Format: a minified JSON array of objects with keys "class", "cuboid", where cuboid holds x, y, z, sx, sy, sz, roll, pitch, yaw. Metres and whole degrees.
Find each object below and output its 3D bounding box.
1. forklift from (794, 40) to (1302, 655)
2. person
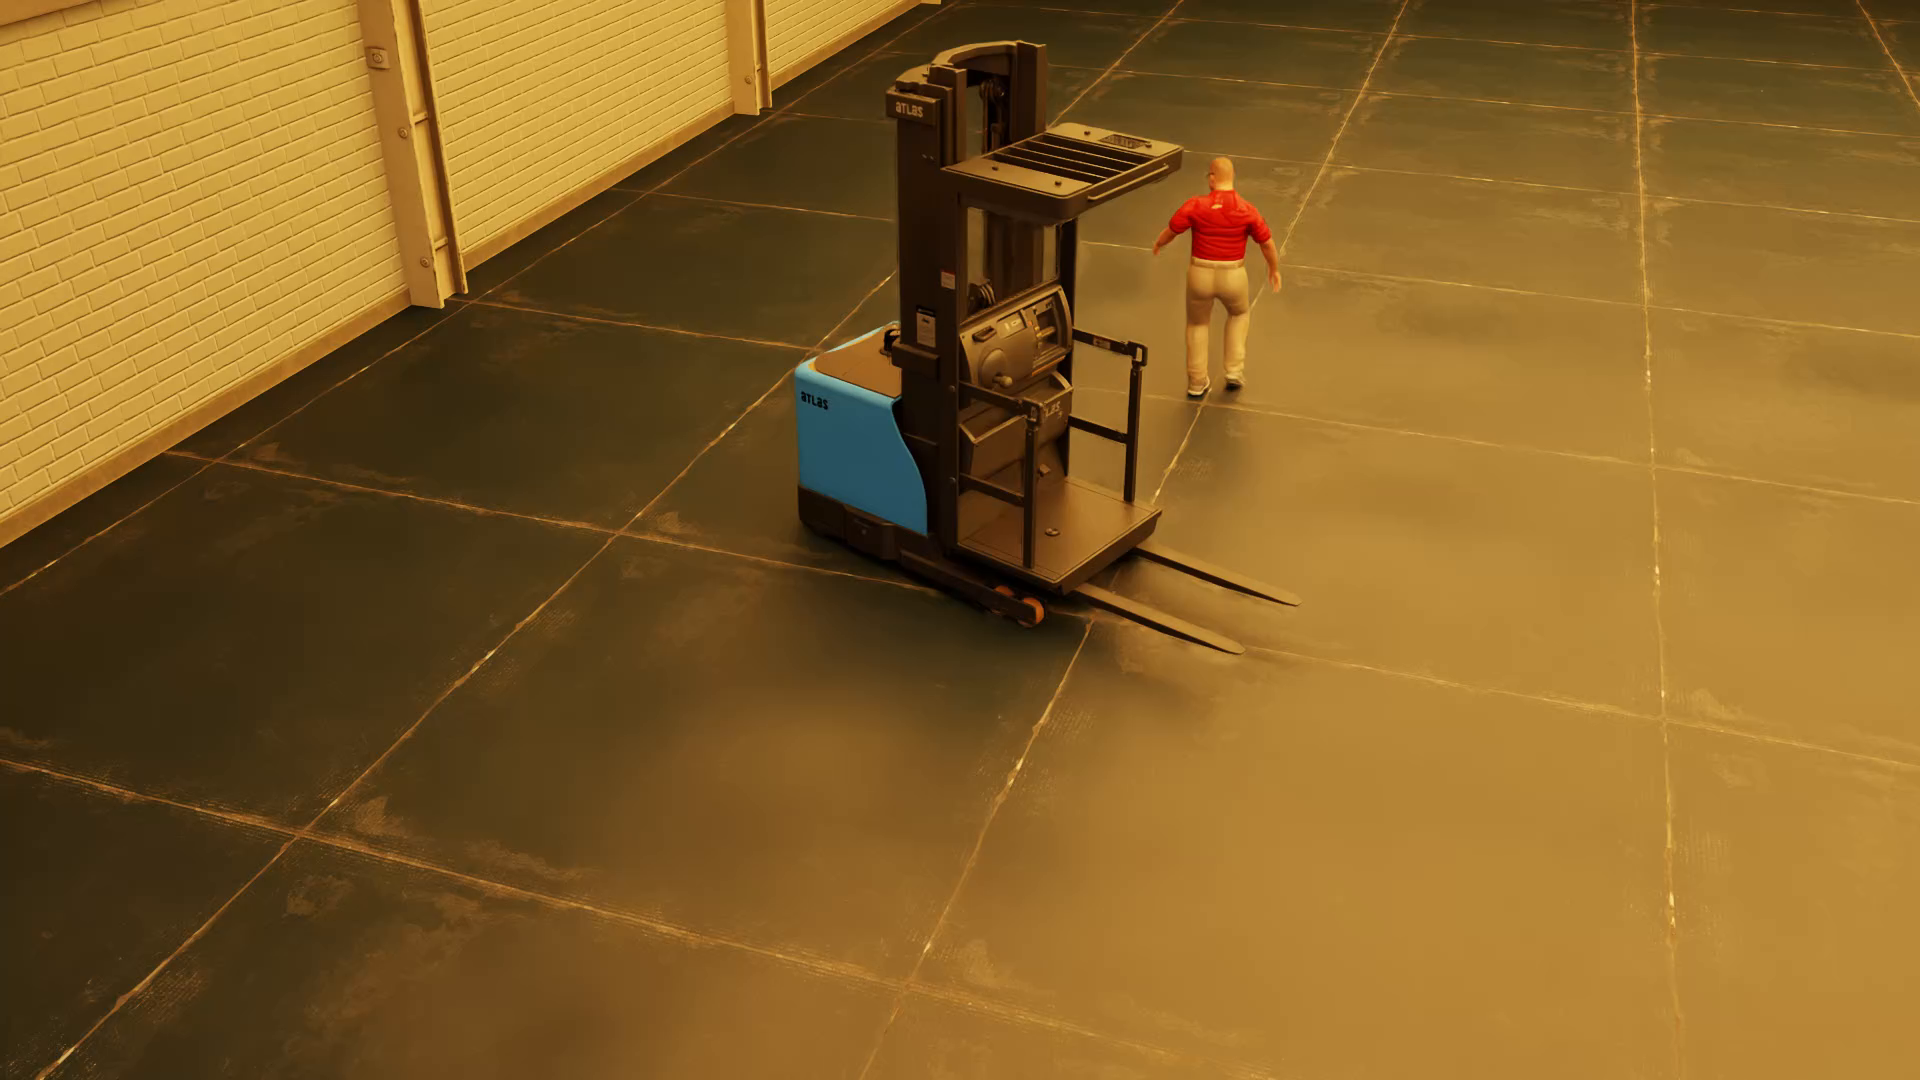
[{"class":"forklift","cuboid":[0.477,-1.085,9.040,3.031,2.935,1.130,22,36,33]},{"class":"person","cuboid":[1.783,-1.825,11.638,0.923,1.761,0.464,7,30,12]}]
